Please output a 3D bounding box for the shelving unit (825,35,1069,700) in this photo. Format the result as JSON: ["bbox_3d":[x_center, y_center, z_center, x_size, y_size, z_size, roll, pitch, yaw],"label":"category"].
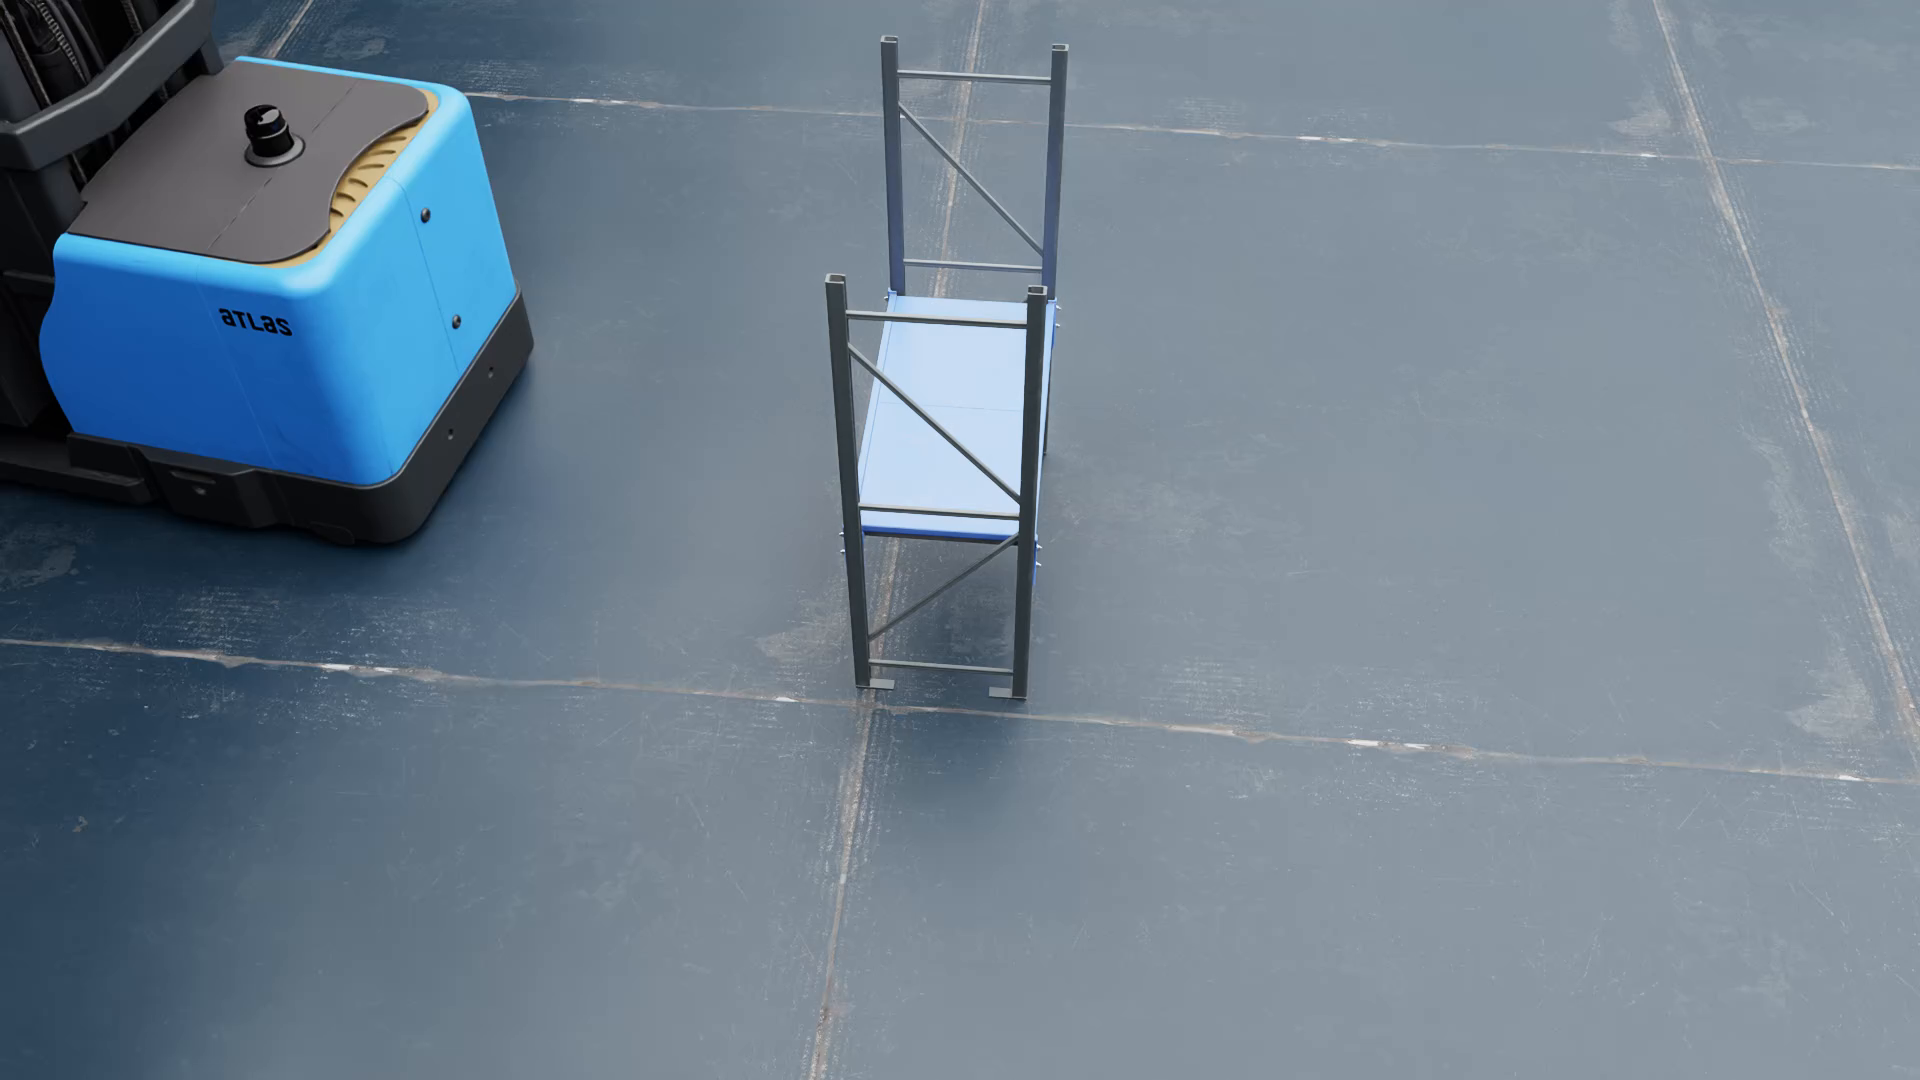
[{"bbox_3d":[-0.008,-0.443,4.639,0.538,1.500,1.048,4,48,4],"label":"shelving unit"}]

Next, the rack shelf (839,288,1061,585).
[{"bbox_3d":[-0.008,-0.322,4.772,0.538,0.185,1.000,4,48,4],"label":"rack shelf"}]

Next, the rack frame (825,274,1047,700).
[{"bbox_3d":[-0.054,-0.070,4.298,0.500,1.500,0.032,4,48,4],"label":"rack frame"}]

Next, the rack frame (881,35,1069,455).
[{"bbox_3d":[0.039,-0.817,4.981,0.500,1.500,0.032,4,48,4],"label":"rack frame"}]

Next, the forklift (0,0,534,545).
[{"bbox_3d":[-3.051,-1.558,4.688,3.031,2.935,1.130,10,48,9],"label":"forklift"}]
